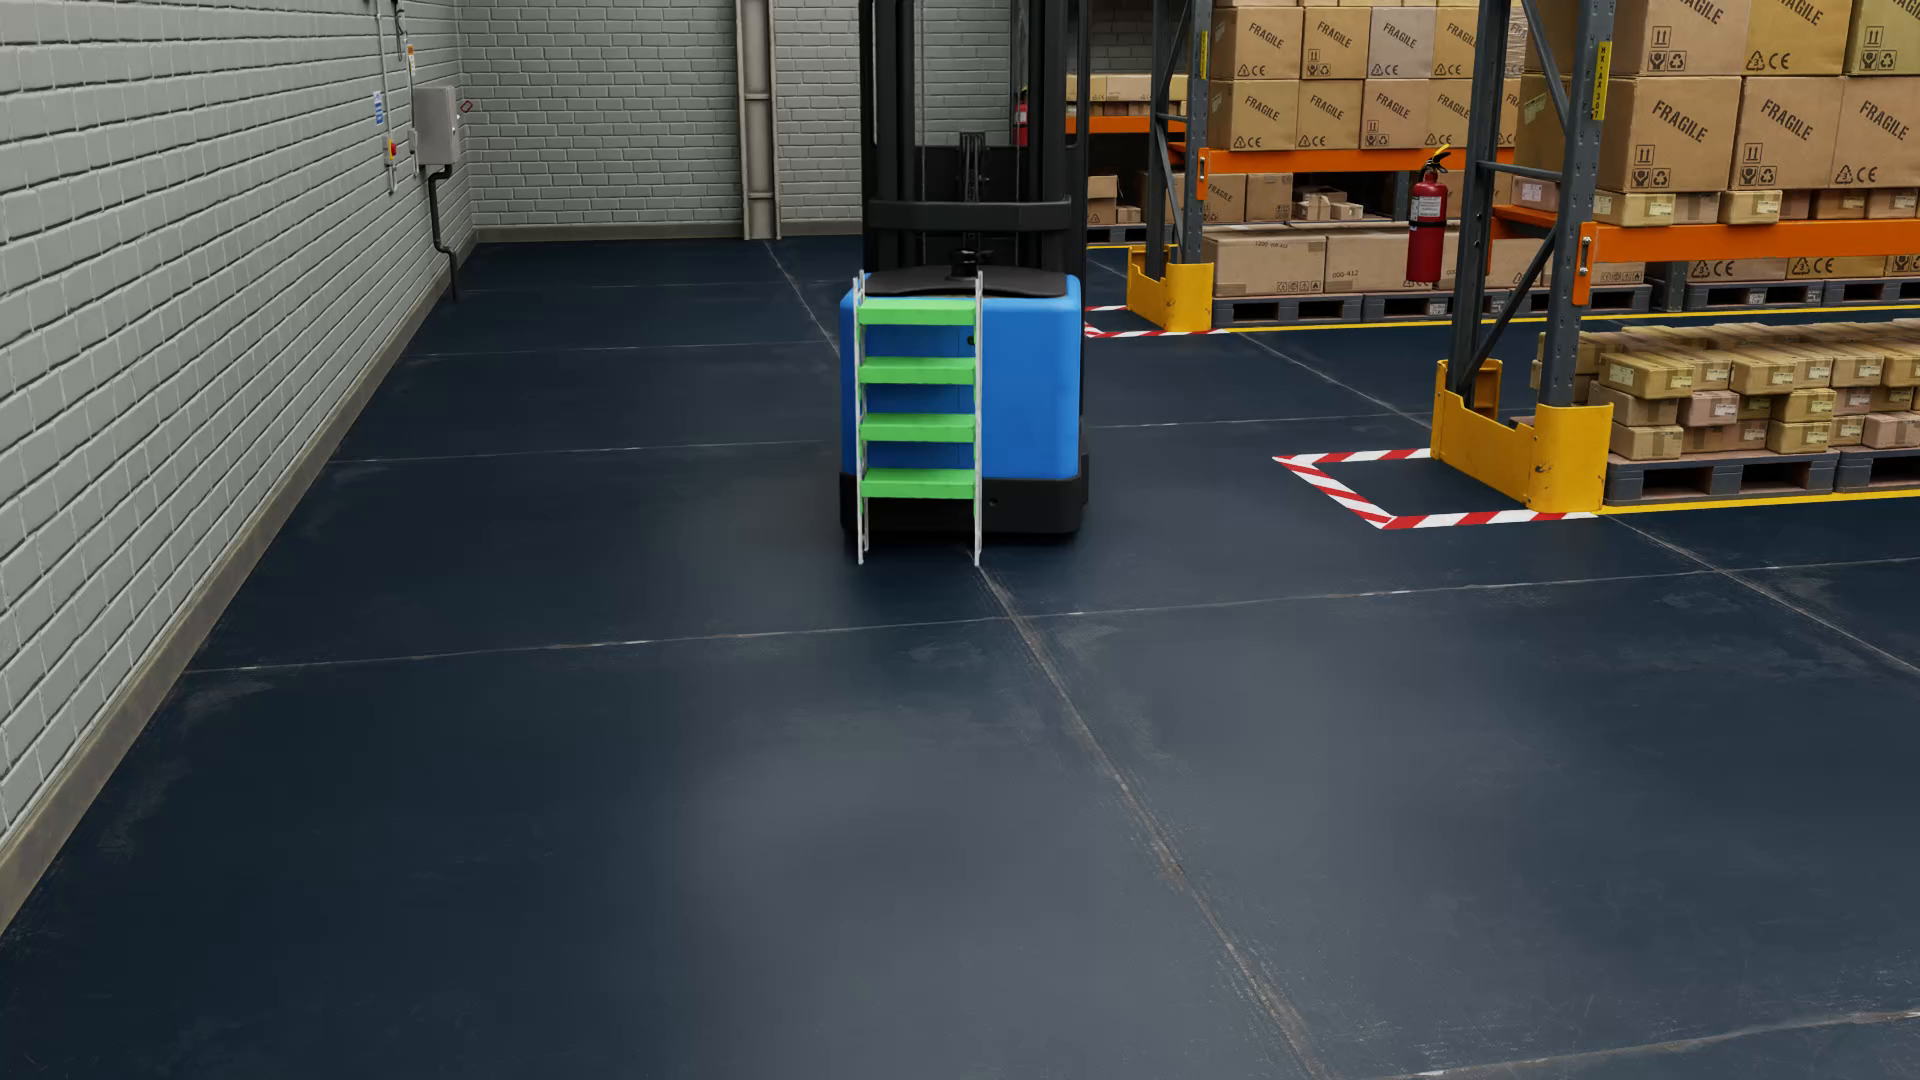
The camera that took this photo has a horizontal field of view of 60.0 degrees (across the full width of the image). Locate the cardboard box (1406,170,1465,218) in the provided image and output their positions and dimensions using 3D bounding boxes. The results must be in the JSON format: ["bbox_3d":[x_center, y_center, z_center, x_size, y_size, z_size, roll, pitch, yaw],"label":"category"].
[{"bbox_3d":[5.128,-3.769,18.015,0.500,0.500,0.500,-2,17,-8],"label":"cardboard box"}]

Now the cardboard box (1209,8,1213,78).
[{"bbox_3d":[2.056,-3.768,12.599,0.500,0.500,0.500,-3,17,-9],"label":"cardboard box"}]

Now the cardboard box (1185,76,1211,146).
[{"bbox_3d":[2.051,-3.298,12.771,0.500,0.500,0.500,-3,17,-10],"label":"cardboard box"}]

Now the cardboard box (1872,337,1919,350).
[{"bbox_3d":[4.762,-0.900,8.260,0.250,0.149,0.380,-3,17,-10],"label":"cardboard box"}]

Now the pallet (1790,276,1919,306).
[{"bbox_3d":[7.499,-2.171,14.020,1.213,0.211,1.003,-3,17,-10],"label":"pallet"}]

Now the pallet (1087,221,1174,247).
[{"bbox_3d":[1.540,-3.294,17.676,1.213,0.211,1.003,-3,17,-10],"label":"pallet"}]

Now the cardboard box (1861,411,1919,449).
[{"bbox_3d":[4.491,-0.568,8.192,0.250,0.149,0.380,-4,18,-13],"label":"cardboard box"}]

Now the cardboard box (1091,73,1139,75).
[{"bbox_3d":[1.590,-4.779,17.511,0.500,0.250,0.500,-3,17,-10],"label":"cardboard box"}]

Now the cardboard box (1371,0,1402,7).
[{"bbox_3d":[3.053,-3.989,12.213,0.250,0.149,0.380,-3,17,-10],"label":"cardboard box"}]

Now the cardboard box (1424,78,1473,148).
[{"bbox_3d":[3.637,-3.231,12.552,0.500,0.500,0.500,-3,17,-9],"label":"cardboard box"}]

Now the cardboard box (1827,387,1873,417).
[{"bbox_3d":[4.247,-0.725,8.195,0.250,0.149,0.380,-4,18,-13],"label":"cardboard box"}]

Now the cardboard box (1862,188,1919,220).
[{"bbox_3d":[4.310,-1.623,7.914,0.250,0.149,0.380,-4,17,-12],"label":"cardboard box"}]

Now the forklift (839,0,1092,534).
[{"bbox_3d":[0.087,-1.811,8.214,1.130,2.935,3.031,1,17,3],"label":"forklift"}]

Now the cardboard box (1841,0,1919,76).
[{"bbox_3d":[4.167,-2.395,7.620,0.500,0.500,0.500,-4,17,-12],"label":"cardboard box"}]

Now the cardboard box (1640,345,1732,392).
[{"bbox_3d":[3.493,-0.830,8.031,0.250,0.149,0.380,-3,17,-9],"label":"cardboard box"}]

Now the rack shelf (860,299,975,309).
[{"bbox_3d":[-0.167,-0.947,6.753,0.457,0.021,0.221,1,17,3],"label":"rack shelf"}]

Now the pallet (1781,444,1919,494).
[{"bbox_3d":[4.741,-0.499,8.577,1.213,0.211,1.003,-3,17,-10],"label":"pallet"}]

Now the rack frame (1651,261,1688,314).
[{"bbox_3d":[5.555,-3.370,13.175,0.127,3.000,1.000,-3,17,-10],"label":"rack frame"}]

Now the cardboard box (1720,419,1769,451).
[{"bbox_3d":[3.725,-0.555,8.149,0.250,0.149,0.380,-3,17,-10],"label":"cardboard box"}]

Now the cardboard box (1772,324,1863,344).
[{"bbox_3d":[4.425,-1.009,8.616,0.250,0.149,0.380,-4,17,-12],"label":"cardboard box"}]

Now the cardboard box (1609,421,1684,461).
[{"bbox_3d":[3.241,-0.501,7.974,0.250,0.149,0.380,-3,17,-9],"label":"cardboard box"}]

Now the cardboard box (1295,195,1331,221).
[{"bbox_3d":[3.768,-3.559,17.731,0.258,0.266,0.396,-3,17,-8],"label":"cardboard box"}]

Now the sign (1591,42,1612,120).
[{"bbox_3d":[2.769,-1.983,7.186,0.005,0.325,0.100,-3,17,-10],"label":"sign"}]

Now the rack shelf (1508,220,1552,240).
[{"bbox_3d":[4.630,-1.562,8.269,3.687,0.071,0.831,-3,17,-10],"label":"rack shelf"}]

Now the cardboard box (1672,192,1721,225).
[{"bbox_3d":[3.289,-1.555,7.695,0.250,0.149,0.380,-3,17,-8],"label":"cardboard box"}]

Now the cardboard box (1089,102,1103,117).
[{"bbox_3d":[1.298,-4.425,17.036,0.250,0.149,0.380,-3,17,-9],"label":"cardboard box"}]

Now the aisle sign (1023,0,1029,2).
[{"bbox_3d":[0.671,-5.732,16.438,0.004,0.787,0.394,-3,17,-10],"label":"aisle sign"}]

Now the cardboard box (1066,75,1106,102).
[{"bbox_3d":[1.179,-4.596,16.916,0.500,0.250,0.500,-3,17,-10],"label":"cardboard box"}]

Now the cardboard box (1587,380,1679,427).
[{"bbox_3d":[6.130,-0.860,8.545,6.161,0.500,0.689,-3,17,-8],"label":"cardboard box"}]

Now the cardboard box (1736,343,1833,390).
[{"bbox_3d":[3.992,-0.844,8.079,0.250,0.149,0.380,-4,18,-13],"label":"cardboard box"}]

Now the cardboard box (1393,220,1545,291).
[{"bbox_3d":[4.040,-2.292,13.314,0.875,0.438,0.875,-4,17,-12],"label":"cardboard box"}]

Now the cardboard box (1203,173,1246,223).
[{"bbox_3d":[2.686,-3.628,17.556,0.500,0.500,0.500,-3,17,-9],"label":"cardboard box"}]

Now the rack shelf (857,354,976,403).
[{"bbox_3d":[-0.167,-0.667,6.839,0.480,0.148,0.258,1,17,3],"label":"rack shelf"}]

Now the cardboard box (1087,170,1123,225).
[{"bbox_3d":[1.301,-3.592,17.435,0.637,0.503,0.797,-4,18,-13],"label":"cardboard box"}]

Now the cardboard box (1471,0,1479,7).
[{"bbox_3d":[3.808,-4.026,12.333,0.250,0.149,0.380,-3,17,-10],"label":"cardboard box"}]

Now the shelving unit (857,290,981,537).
[{"bbox_3d":[-0.164,-0.498,6.891,0.487,1.046,0.258,1,17,3],"label":"shelving unit"}]
